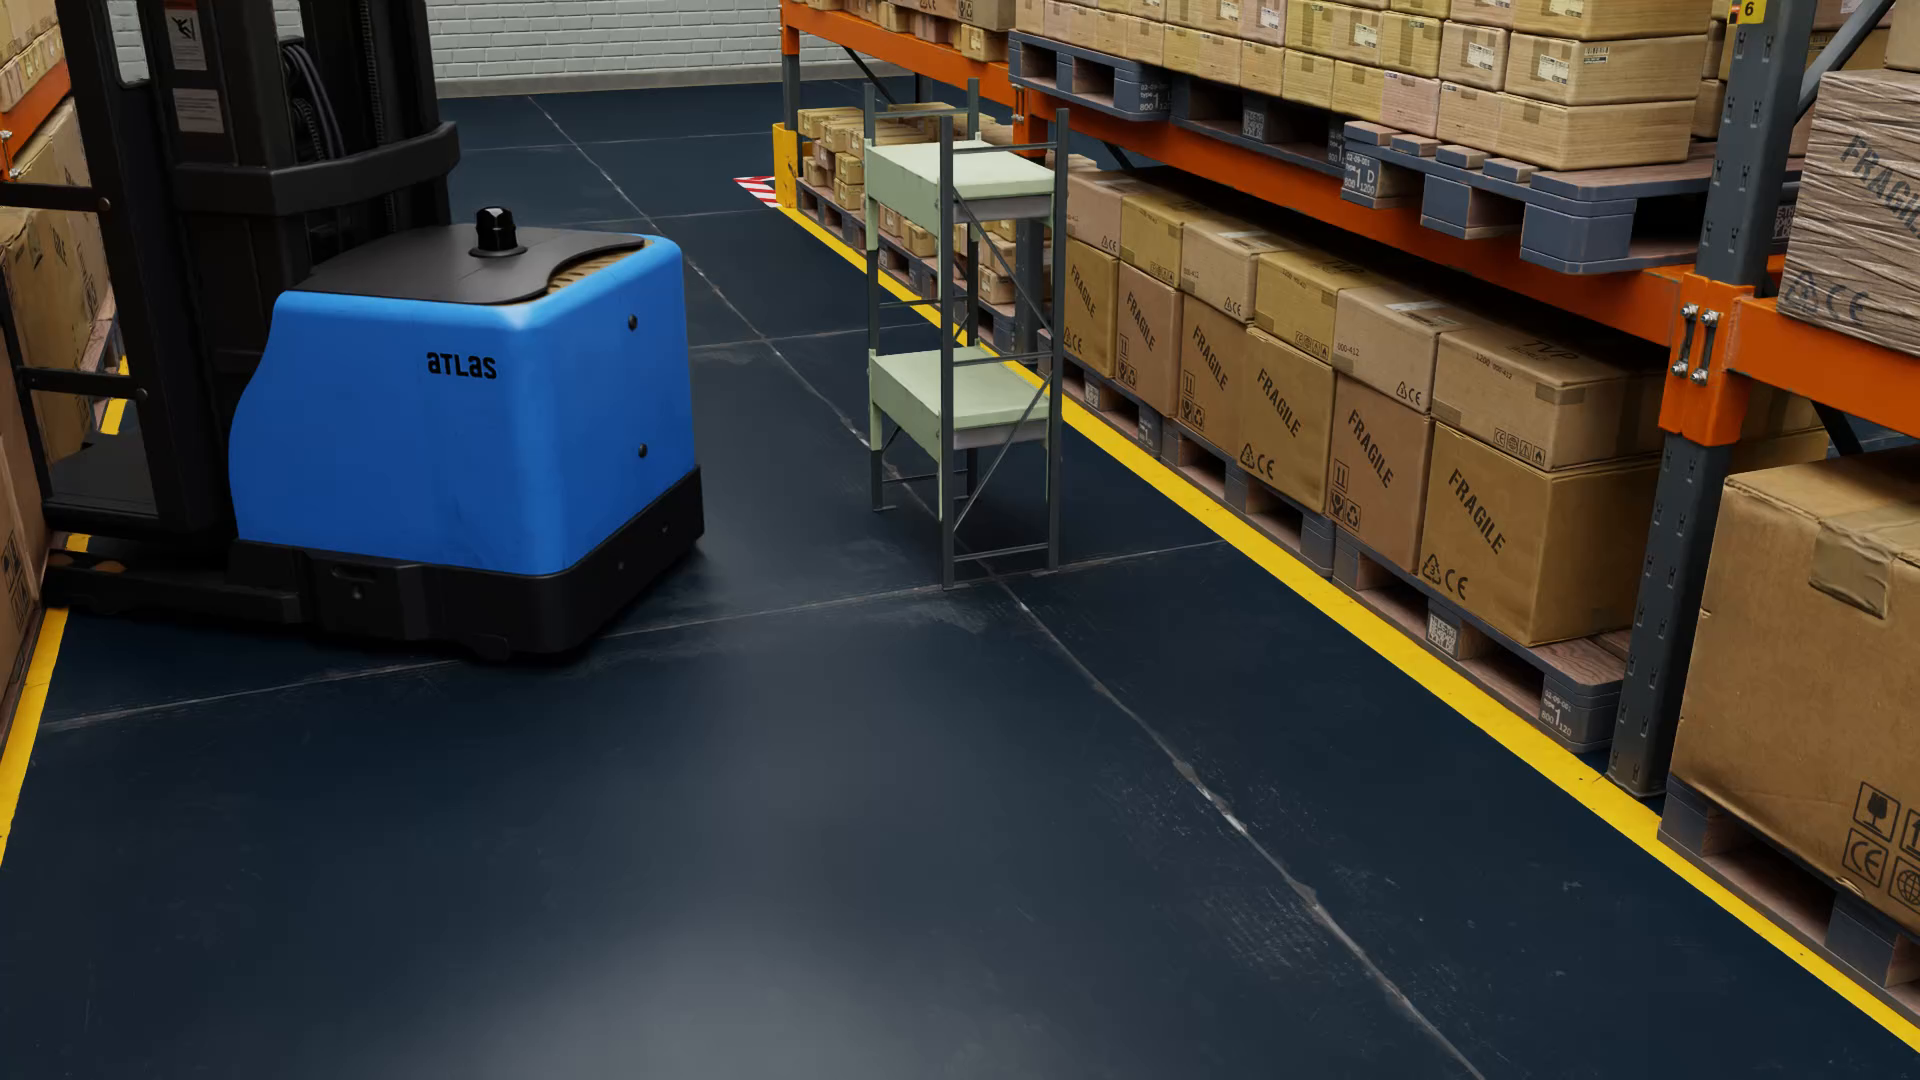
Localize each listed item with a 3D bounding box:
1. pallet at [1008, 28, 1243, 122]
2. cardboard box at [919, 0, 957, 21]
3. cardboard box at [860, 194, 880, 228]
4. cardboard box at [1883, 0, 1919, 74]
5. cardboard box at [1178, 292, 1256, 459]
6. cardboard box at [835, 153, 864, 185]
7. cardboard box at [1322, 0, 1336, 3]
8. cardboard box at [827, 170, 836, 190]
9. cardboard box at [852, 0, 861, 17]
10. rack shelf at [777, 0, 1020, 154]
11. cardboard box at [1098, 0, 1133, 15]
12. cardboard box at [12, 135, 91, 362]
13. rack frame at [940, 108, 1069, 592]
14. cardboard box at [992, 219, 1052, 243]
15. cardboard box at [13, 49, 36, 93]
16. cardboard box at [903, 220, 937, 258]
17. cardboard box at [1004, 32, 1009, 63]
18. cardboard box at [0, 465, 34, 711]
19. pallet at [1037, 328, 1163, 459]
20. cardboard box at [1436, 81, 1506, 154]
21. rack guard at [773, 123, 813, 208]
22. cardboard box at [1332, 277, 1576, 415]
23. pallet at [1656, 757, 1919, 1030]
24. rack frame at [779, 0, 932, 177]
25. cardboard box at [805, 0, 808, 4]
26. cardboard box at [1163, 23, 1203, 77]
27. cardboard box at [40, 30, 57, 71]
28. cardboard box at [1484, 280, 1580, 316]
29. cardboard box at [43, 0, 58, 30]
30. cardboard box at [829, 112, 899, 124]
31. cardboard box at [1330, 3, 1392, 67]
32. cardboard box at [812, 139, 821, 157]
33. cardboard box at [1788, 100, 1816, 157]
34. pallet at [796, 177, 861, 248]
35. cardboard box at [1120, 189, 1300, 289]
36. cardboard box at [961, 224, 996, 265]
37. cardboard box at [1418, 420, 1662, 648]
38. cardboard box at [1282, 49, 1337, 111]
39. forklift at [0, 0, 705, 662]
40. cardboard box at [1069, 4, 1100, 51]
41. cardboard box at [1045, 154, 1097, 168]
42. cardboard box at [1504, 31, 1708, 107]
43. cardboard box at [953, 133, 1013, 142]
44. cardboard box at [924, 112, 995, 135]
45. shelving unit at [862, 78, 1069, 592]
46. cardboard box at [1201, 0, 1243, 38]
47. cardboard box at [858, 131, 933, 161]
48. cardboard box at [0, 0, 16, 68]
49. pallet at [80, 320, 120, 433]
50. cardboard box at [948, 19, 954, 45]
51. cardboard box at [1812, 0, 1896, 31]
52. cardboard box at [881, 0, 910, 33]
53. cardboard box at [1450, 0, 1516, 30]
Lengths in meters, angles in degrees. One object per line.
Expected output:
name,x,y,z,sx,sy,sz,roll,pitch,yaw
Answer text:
pallet,0.874,-1.881,6.598,1.003,0.211,1.213,-8,24,-19
cardboard box,0.123,-2.776,7.963,0.500,0.500,0.500,-9,24,-20
cardboard box,-0.351,-1.903,9.532,0.380,0.149,0.250,-10,25,-22
cardboard box,2.302,-1.156,3.214,0.700,0.500,0.500,-8,24,-19
cardboard box,1.139,-0.623,6.044,0.500,0.500,0.500,-8,24,-18
cardboard box,-0.526,-2.220,9.901,0.380,0.149,0.250,-8,24,-17
cardboard box,1.194,-1.652,4.825,0.380,0.149,0.250,-8,24,-19
cardboard box,-0.618,-2.282,10.432,0.380,0.149,0.250,-8,24,-19
cardboard box,-0.399,-3.073,9.502,0.380,0.149,0.250,-9,24,-20
rack shelf,0.033,-2.662,9.131,1.077,0.370,4.000,-8,24,-19
cardboard box,0.726,-1.994,6.018,0.380,0.149,0.250,-9,25,-21
cardboard box,-4.094,-1.088,6.665,0.875,0.875,0.875,-8,24,-19
rack frame,0.132,-0.556,5.137,0.400,1.500,0.023,-8,24,-19
cardboard box,0.371,-1.515,7.845,0.380,0.149,0.250,-8,24,-17
cardboard box,-3.916,-1.852,6.605,0.380,0.149,0.250,-8,24,-17
cardboard box,-0.083,-1.619,8.858,0.380,0.149,0.250,-8,24,-19
cardboard box,0.420,-2.223,7.486,0.380,0.149,0.250,-9,24,-20
cardboard box,-3.055,0.037,3.995,1.225,0.875,0.875,-8,24,-19
pallet,1.016,-0.699,7.138,1.003,0.211,1.213,-8,24,-19
cardboard box,1.463,-1.098,4.276,0.380,0.149,0.250,-8,24,-19
rack guard,-0.646,-2.541,11.135,1.175,0.500,0.348,-8,24,-19
cardboard box,1.478,-0.595,5.013,0.500,0.250,0.500,-8,24,-18
pallet,2.361,0.768,3.656,1.003,0.211,1.213,-8,24,-19
rack frame,-0.673,-3.720,10.715,1.000,3.000,0.127,-8,24,-19
cardboard box,-0.737,-3.355,10.172,0.380,0.149,0.250,-7,24,-17
cardboard box,0.915,-1.665,5.621,0.380,0.149,0.250,-9,24,-20
cardboard box,-4.188,-2.131,7.268,0.380,0.149,0.250,-8,24,-18
cardboard box,1.957,-0.669,5.187,0.500,0.250,0.500,-9,24,-20
cardboard box,-4.383,-2.447,7.504,0.500,0.250,0.500,-8,24,-19
cardboard box,-0.596,-2.554,10.311,0.380,0.149,0.250,-8,24,-18
cardboard box,1.273,-1.428,4.677,0.380,0.149,0.250,-8,24,-19
cardboard box,-0.728,-2.512,10.594,0.380,0.149,0.250,-7,24,-17
cardboard box,2.184,-1.082,4.237,0.380,0.149,0.250,-9,24,-20
pallet,-0.392,-2.108,10.479,1.003,0.211,1.213,-8,24,-19
cardboard box,0.944,-1.156,6.344,0.500,0.250,0.500,-8,24,-18
cardboard box,0.224,-1.451,8.078,0.380,0.149,0.250,-10,25,-22
cardboard box,1.676,-0.059,4.705,0.500,0.500,0.500,-8,24,-19
cardboard box,1.190,-1.380,4.945,0.380,0.149,0.250,-9,25,-21
forklift,-2.440,-1.305,5.073,3.031,2.935,1.130,6,24,15
cardboard box,0.637,-1.947,6.291,0.380,0.149,0.250,-8,24,-19
cardboard box,0.508,-1.963,8.910,0.380,0.149,0.250,-8,24,-18
cardboard box,1.553,-1.145,4.005,0.380,0.149,0.250,-8,24,-18
cardboard box,0.165,-2.237,9.560,0.380,0.149,0.250,-9,25,-21
cardboard box,-0.004,-2.541,10.280,0.380,0.149,0.250,-9,24,-20
shelving unit,0.002,-0.689,5.453,0.431,1.500,0.755,-8,24,-19
cardboard box,1.003,-1.708,5.339,0.380,0.149,0.250,-9,24,-20
cardboard box,-0.372,-2.264,9.623,0.380,0.149,0.250,-7,24,-17
cardboard box,-3.857,-1.898,6.201,0.500,0.250,0.500,-9,24,-20
pallet,-4.131,-0.625,6.962,1.003,0.211,1.213,-8,24,-19
cardboard box,0.162,-2.510,8.166,0.380,0.149,0.250,-9,24,-20
cardboard box,2.170,-1.362,4.135,0.380,0.149,0.250,-8,24,-19
cardboard box,-0.199,-2.781,8.810,0.380,0.149,0.250,-8,24,-18
cardboard box,1.464,-1.372,4.161,0.380,0.149,0.250,-9,24,-20
